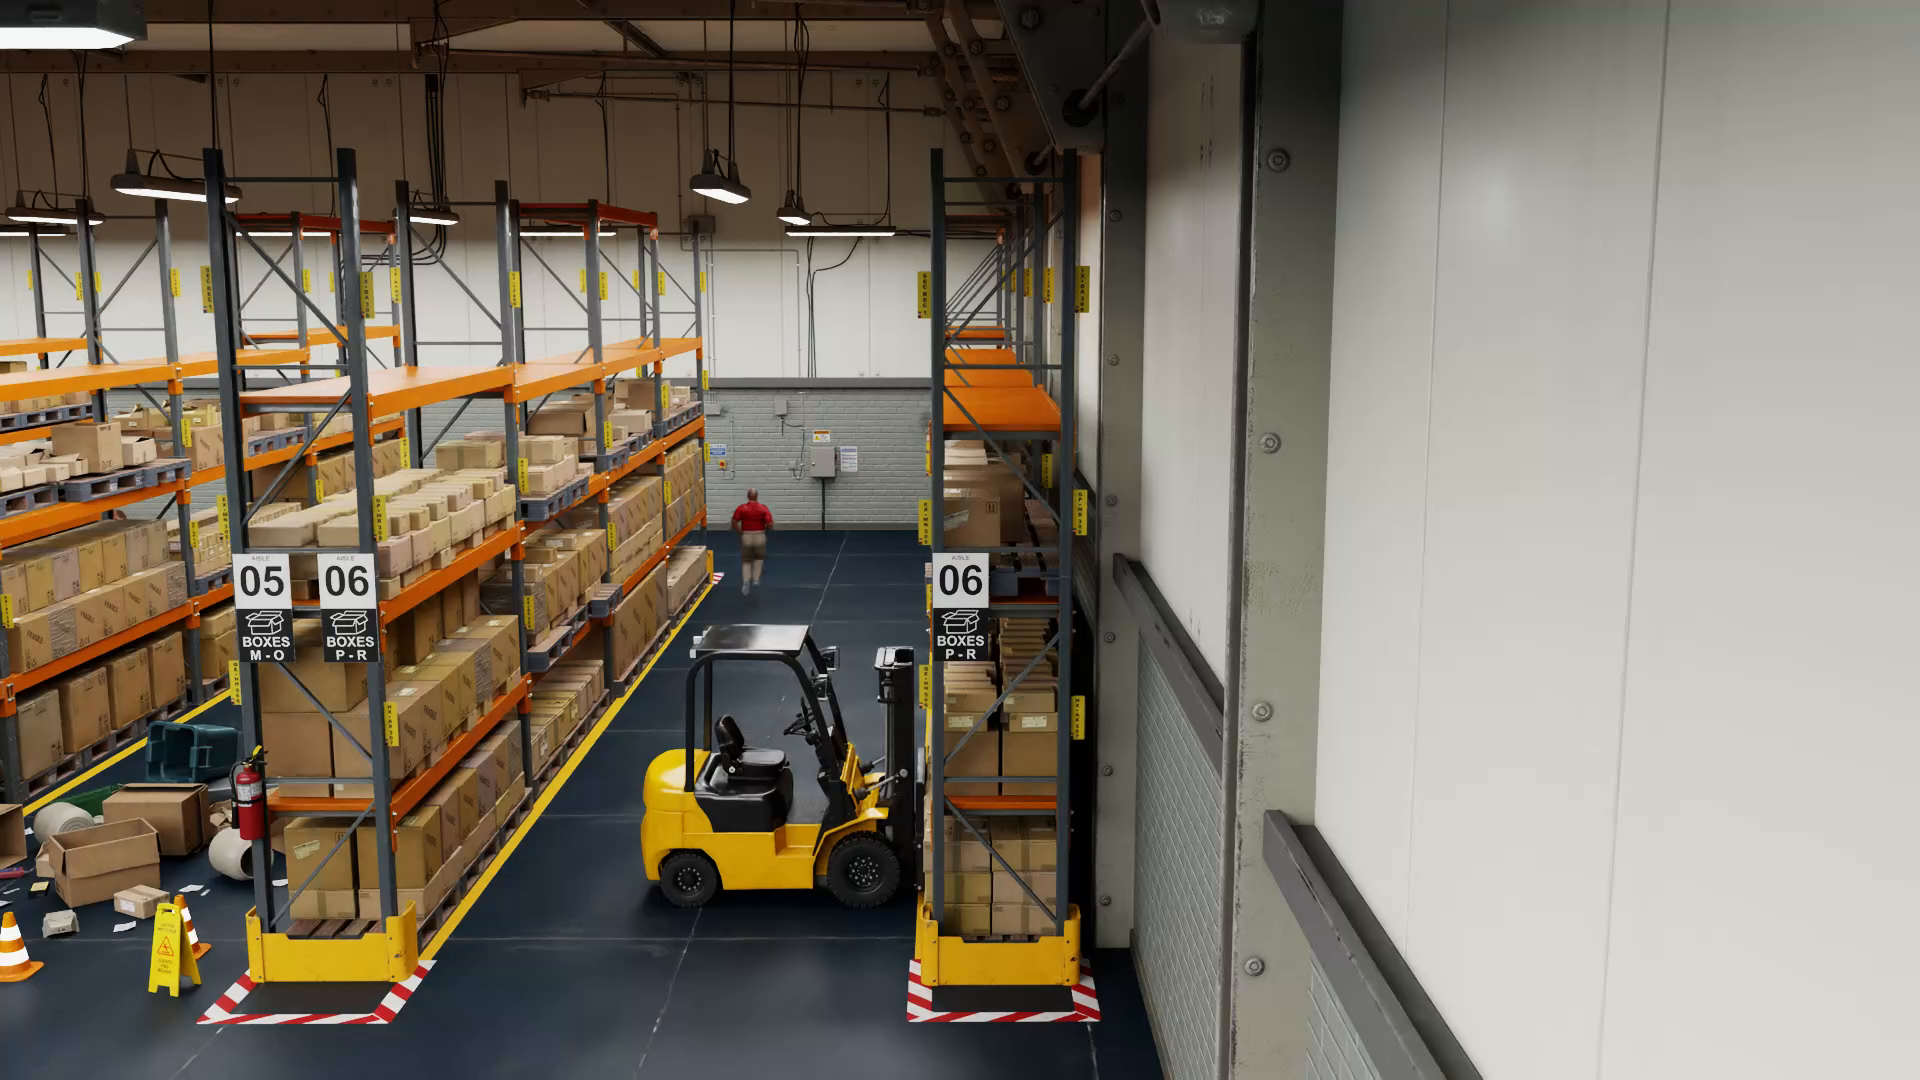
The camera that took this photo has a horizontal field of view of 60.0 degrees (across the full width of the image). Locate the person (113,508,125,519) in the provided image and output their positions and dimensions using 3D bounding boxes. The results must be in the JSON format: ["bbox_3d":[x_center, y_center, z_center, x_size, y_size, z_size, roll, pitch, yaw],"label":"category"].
[{"bbox_3d":[-12.855,0.323,25.419,0.504,1.628,0.692,-2,9,-11],"label":"person"}]

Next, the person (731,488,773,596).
[{"bbox_3d":[-3.269,0.016,26.286,0.653,1.707,0.606,0,9,-2],"label":"person"}]
